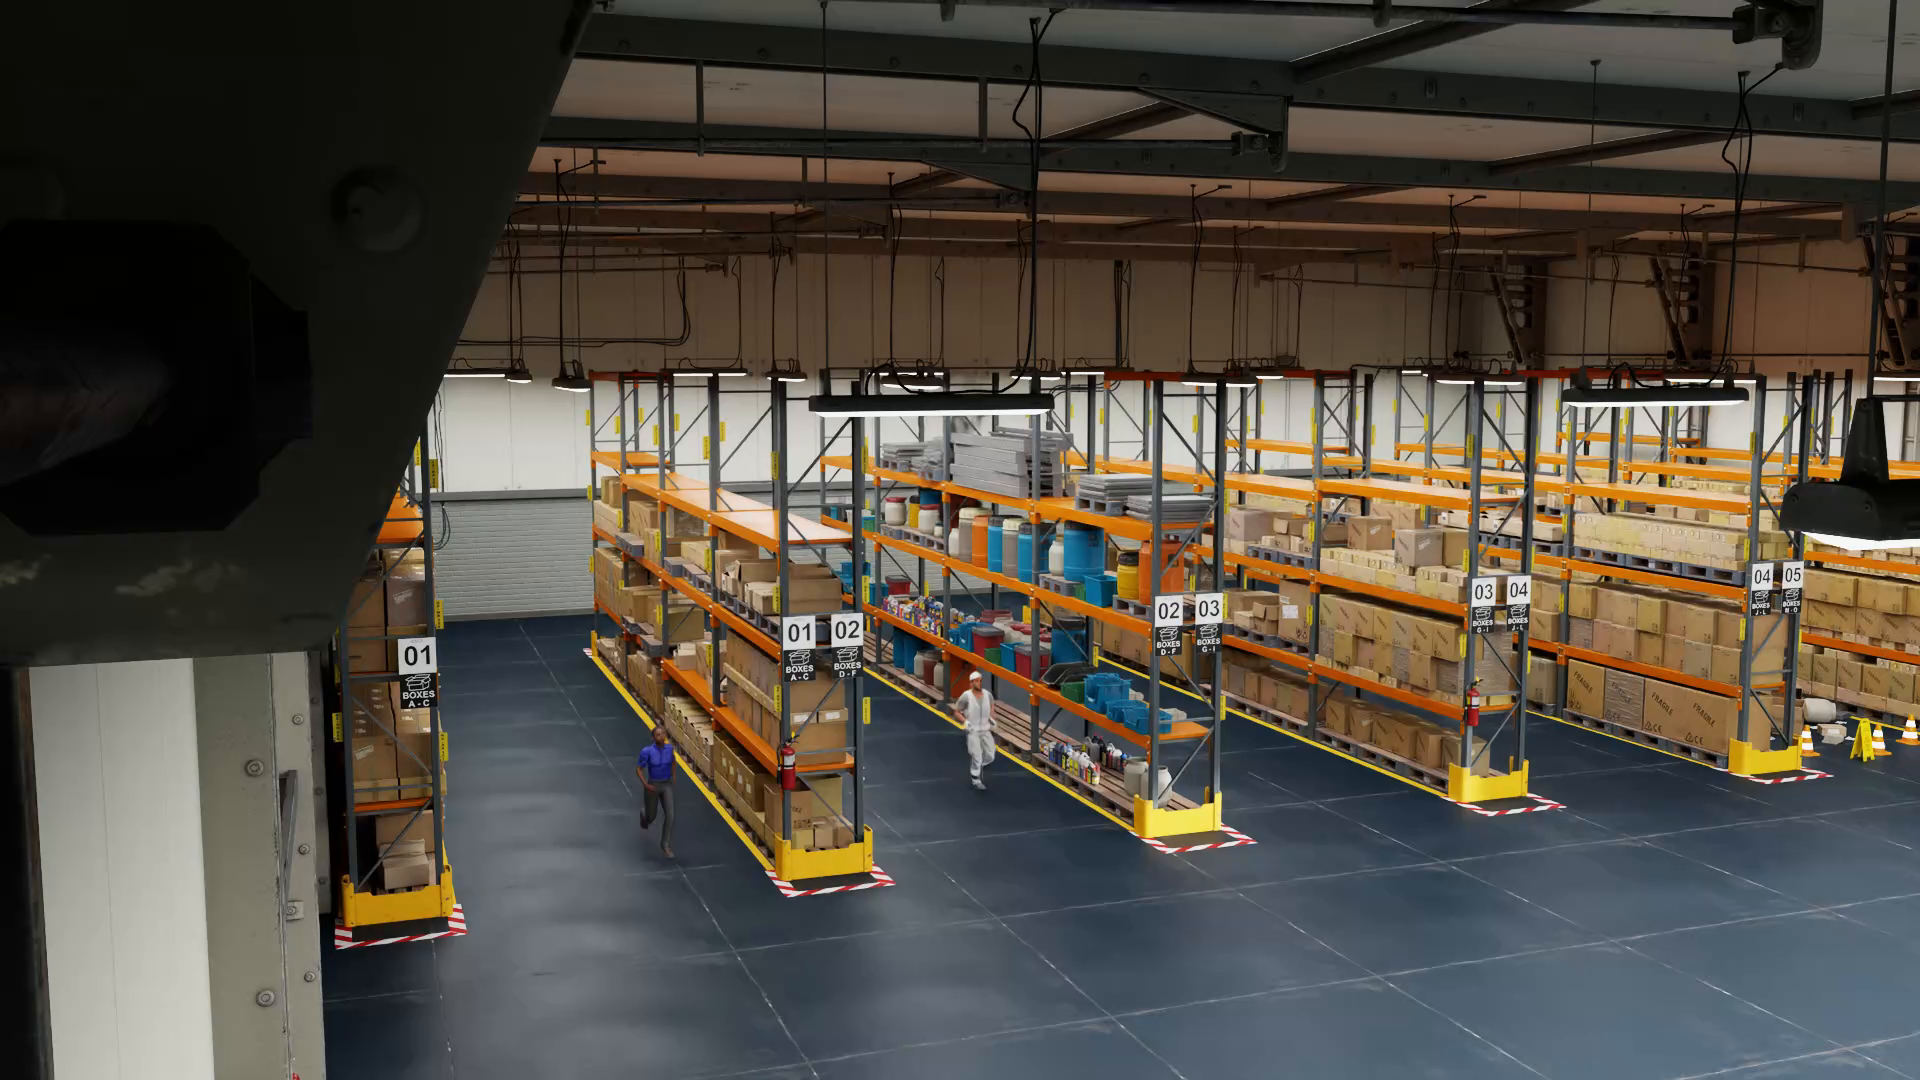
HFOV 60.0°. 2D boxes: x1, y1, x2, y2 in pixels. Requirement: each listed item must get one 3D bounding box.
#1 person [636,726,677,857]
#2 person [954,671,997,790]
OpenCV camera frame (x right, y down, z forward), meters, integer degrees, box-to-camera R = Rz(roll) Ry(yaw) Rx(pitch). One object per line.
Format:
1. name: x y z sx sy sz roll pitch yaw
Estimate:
1. person: -3.863 3.184 21.288 0.568 1.632 0.870 -3 7 -27
2. person: 0.248 2.768 24.188 0.636 1.741 0.586 -3 7 -23
